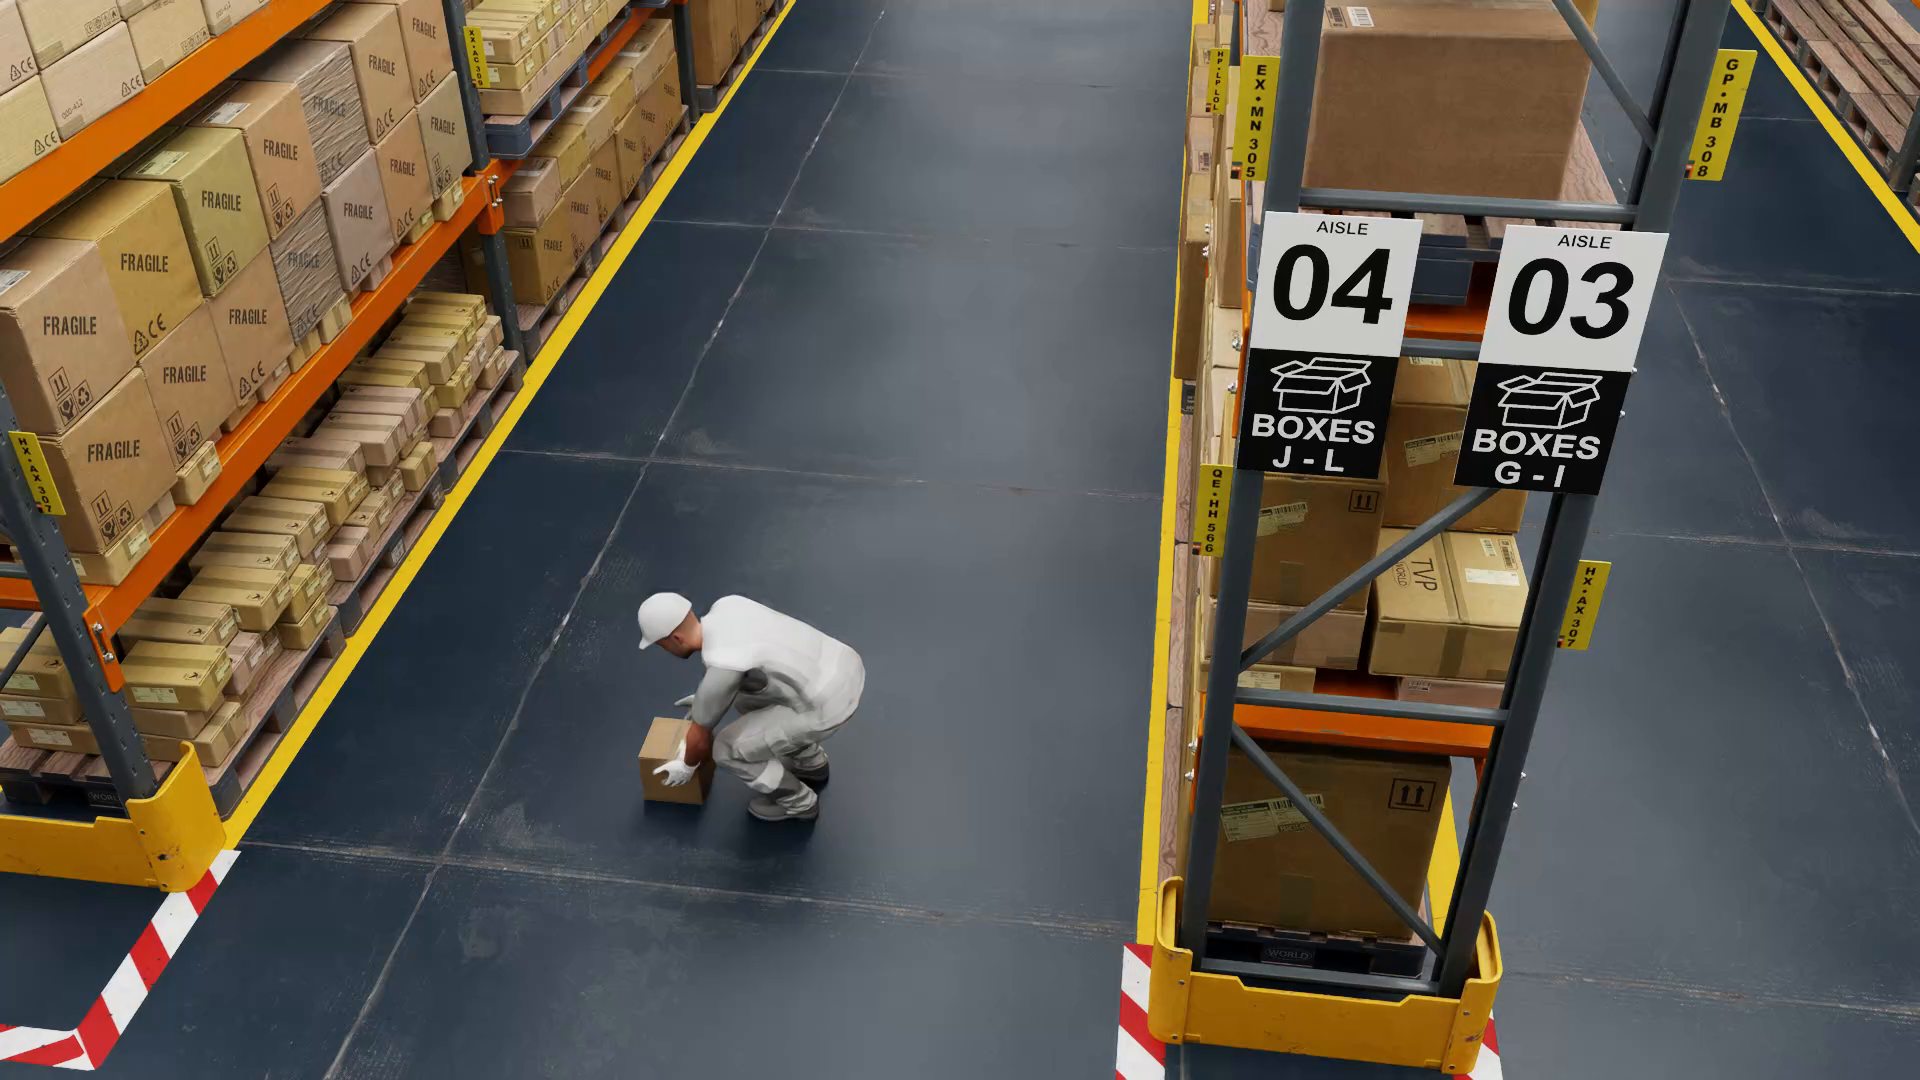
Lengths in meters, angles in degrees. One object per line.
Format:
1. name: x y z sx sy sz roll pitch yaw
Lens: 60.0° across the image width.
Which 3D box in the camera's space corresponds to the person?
1. person: -0.825 0.656 6.732 0.870 1.065 0.578 4 36 6
